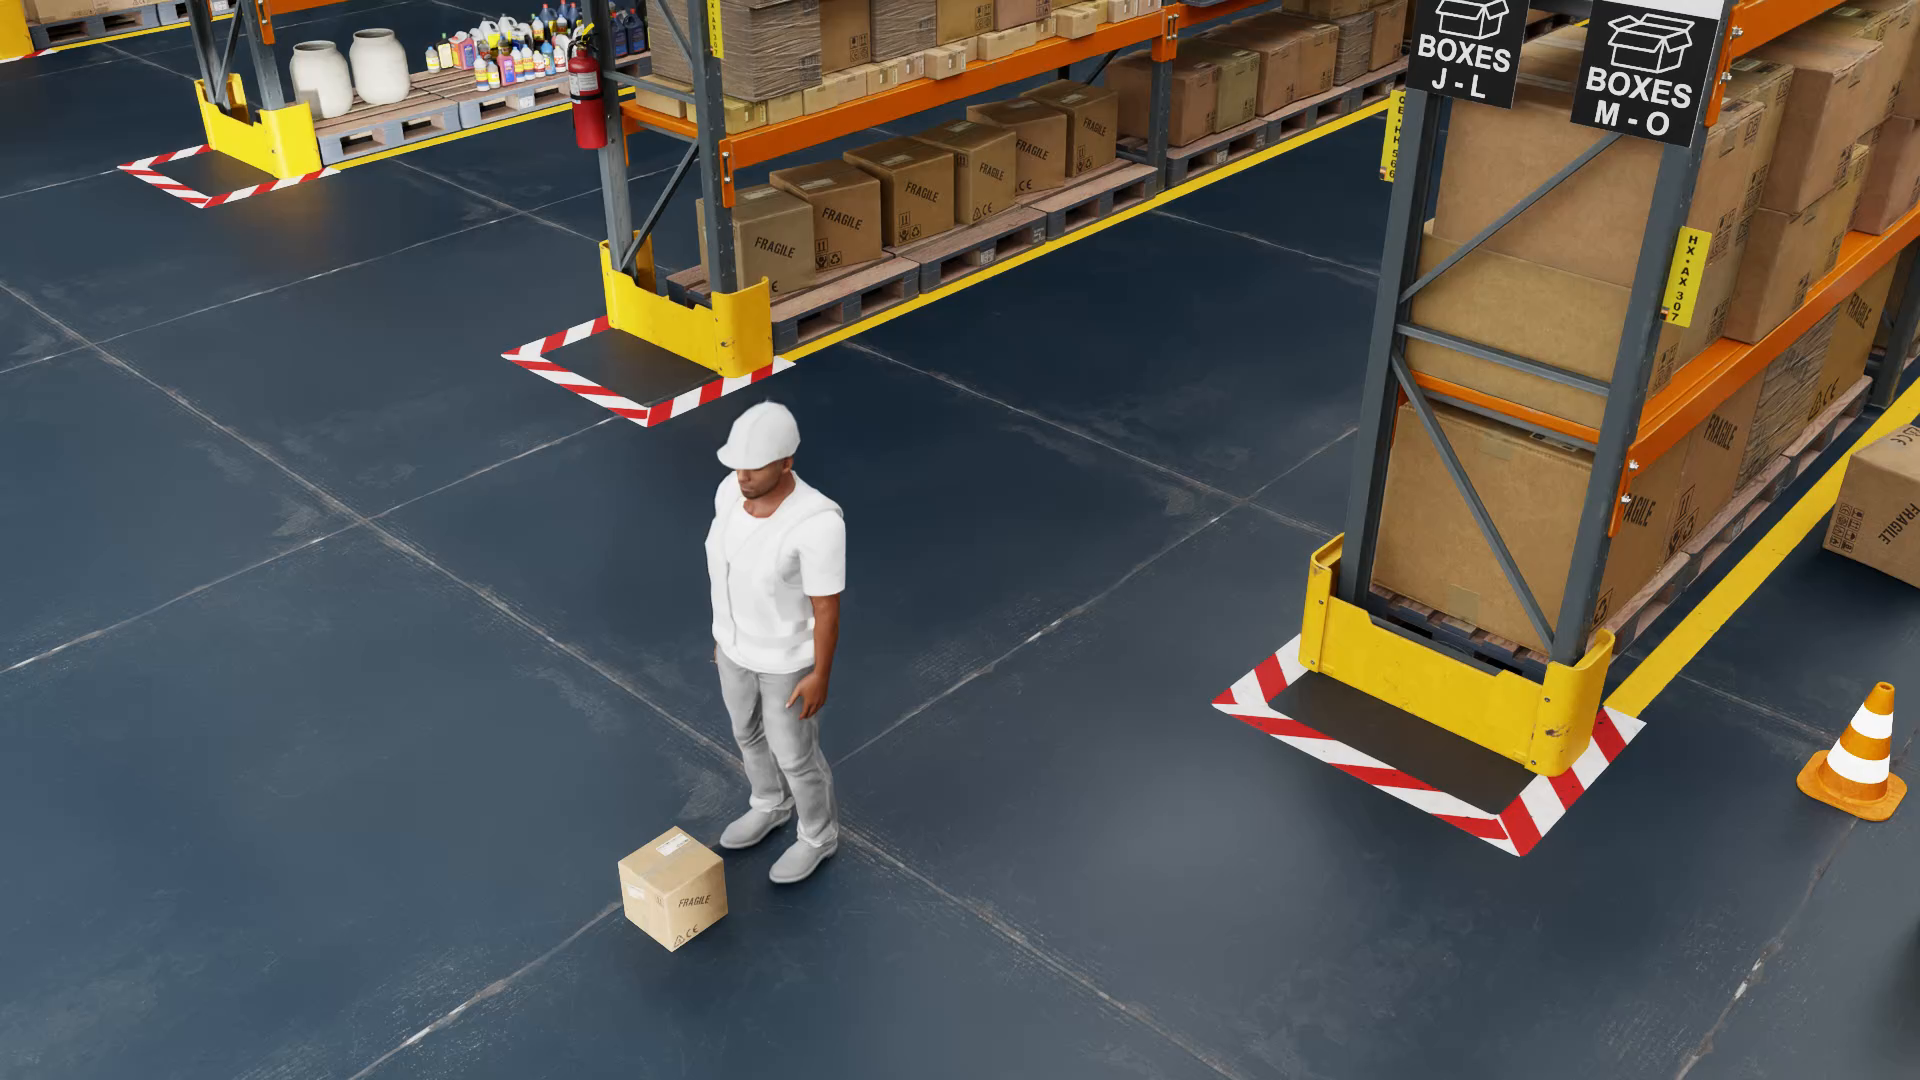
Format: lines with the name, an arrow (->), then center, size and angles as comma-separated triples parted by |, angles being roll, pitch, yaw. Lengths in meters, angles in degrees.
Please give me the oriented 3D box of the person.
person -> -0.615, 0.350, 5.533 | 0.564, 1.763, 0.362 | 26, 40, 36
